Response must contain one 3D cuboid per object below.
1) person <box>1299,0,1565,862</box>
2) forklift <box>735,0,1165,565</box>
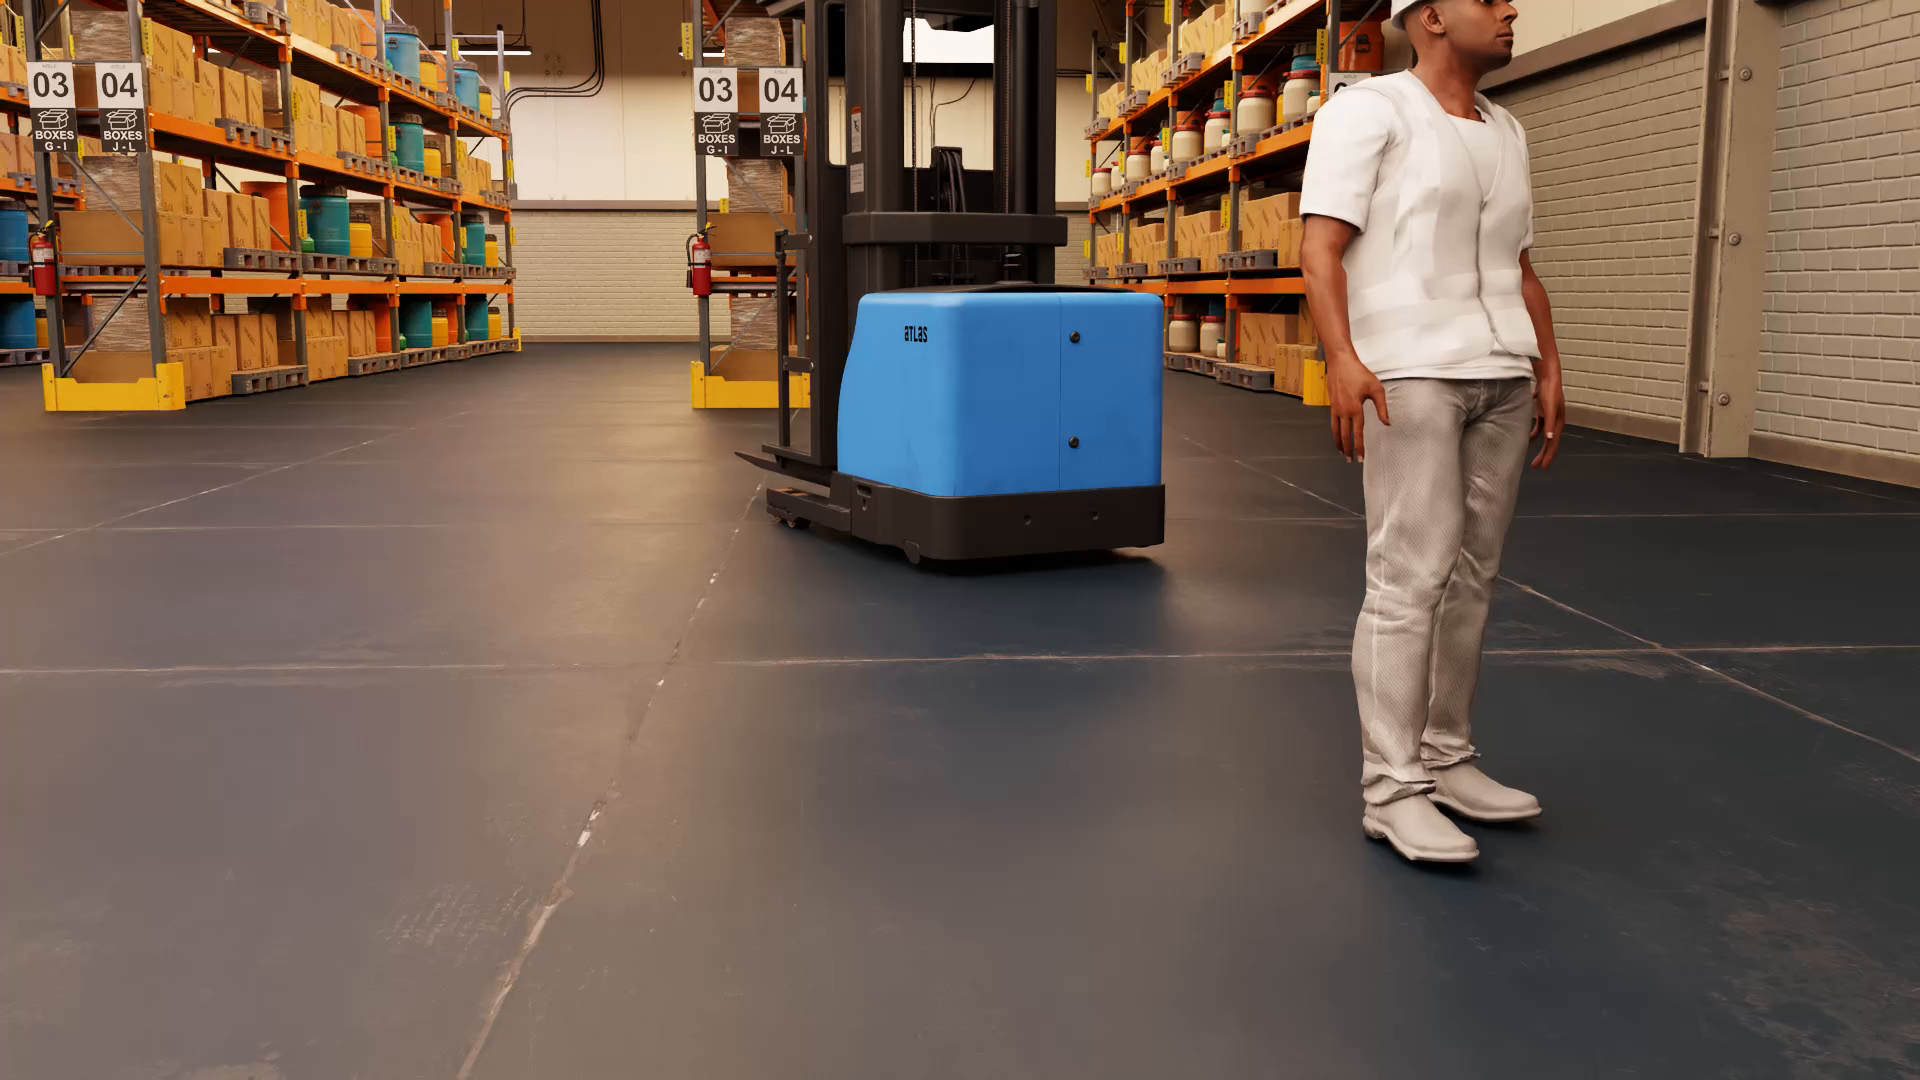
[{"bbox_3d":[1.018,-0.309,3.327,0.666,1.767,0.576,-5,10,-32],"label":"person"},{"bbox_3d":[-0.264,-1.530,7.637,1.130,2.935,3.031,-4,9,-25],"label":"forklift"}]
